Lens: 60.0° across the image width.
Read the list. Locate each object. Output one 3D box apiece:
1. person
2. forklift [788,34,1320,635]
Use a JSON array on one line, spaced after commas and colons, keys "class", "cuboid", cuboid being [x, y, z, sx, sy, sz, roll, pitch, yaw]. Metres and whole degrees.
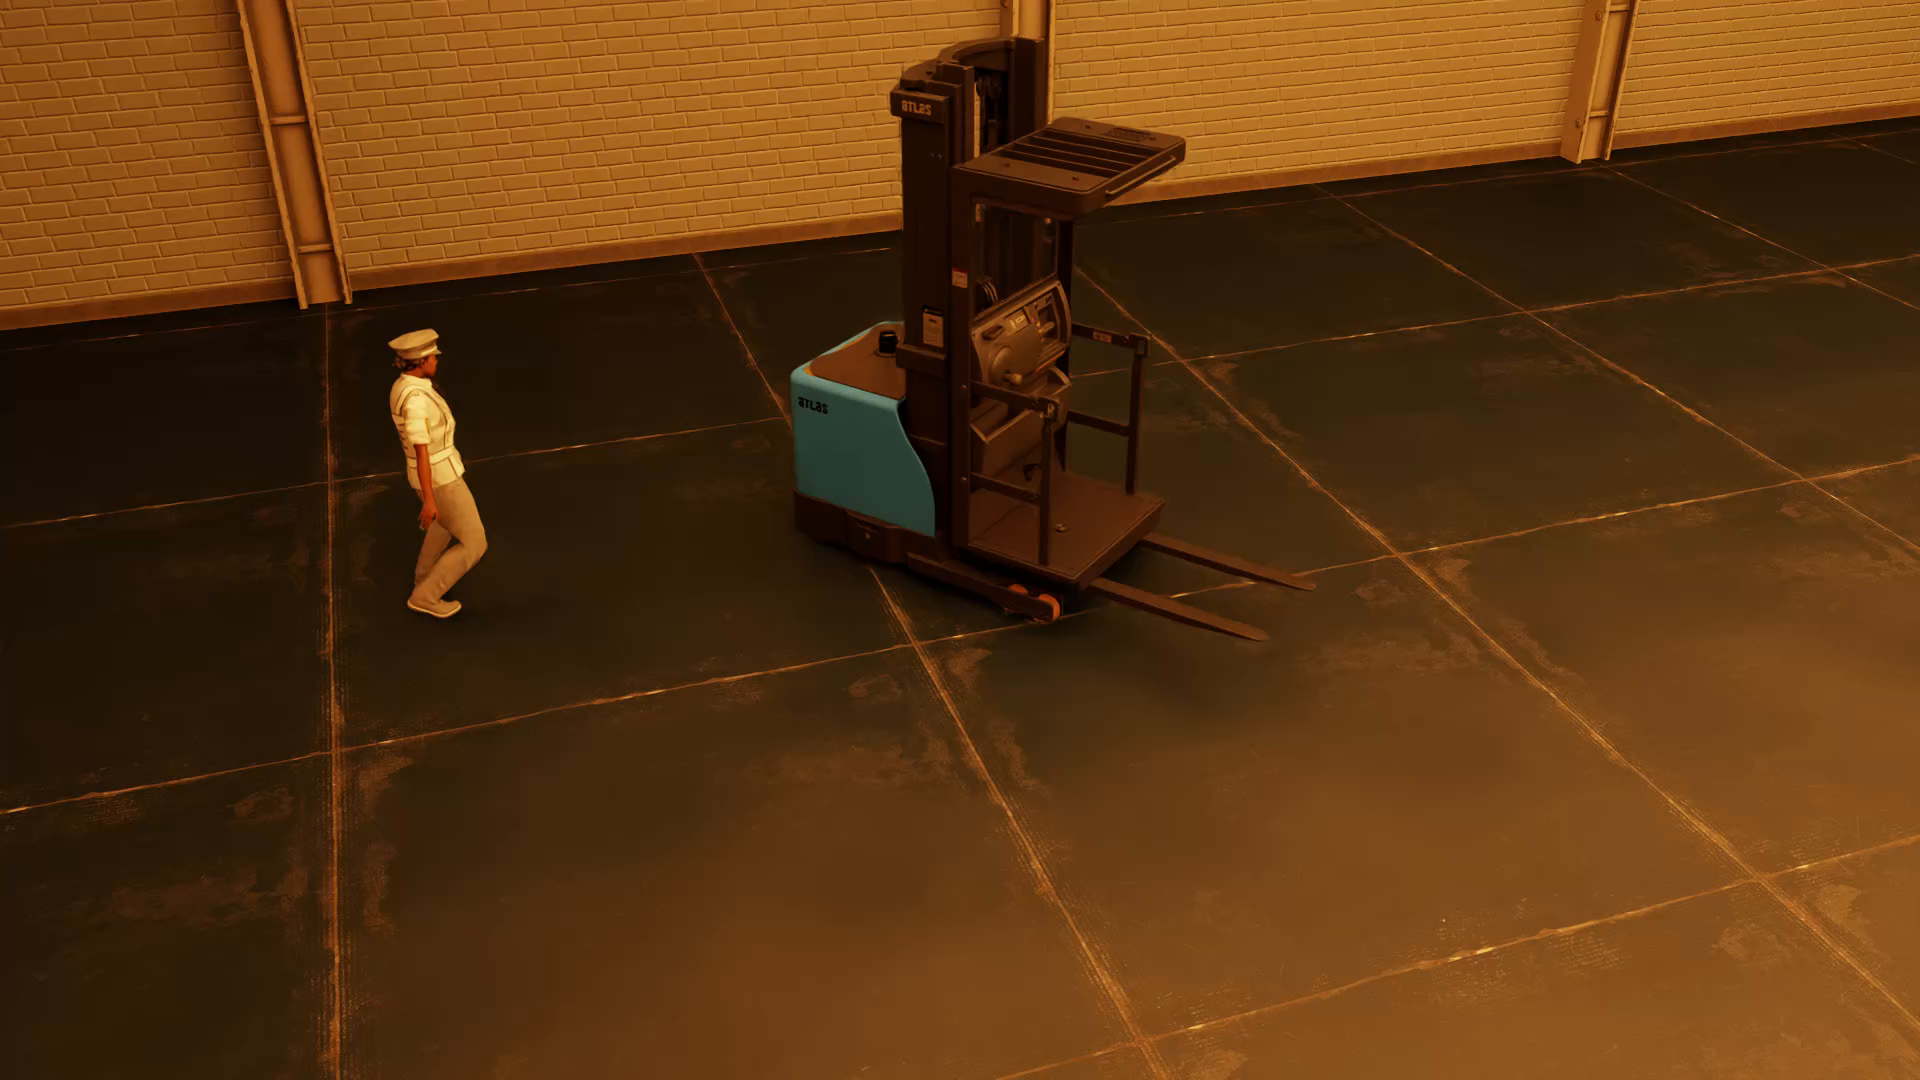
[{"class": "person", "cuboid": [-2.932, -0.330, 9.023, 0.461, 1.587, 0.815, -10, 31, -17]}, {"class": "forklift", "cuboid": [0.526, -1.115, 9.026, 3.031, 2.935, 1.130, 17, 34, 26]}]
